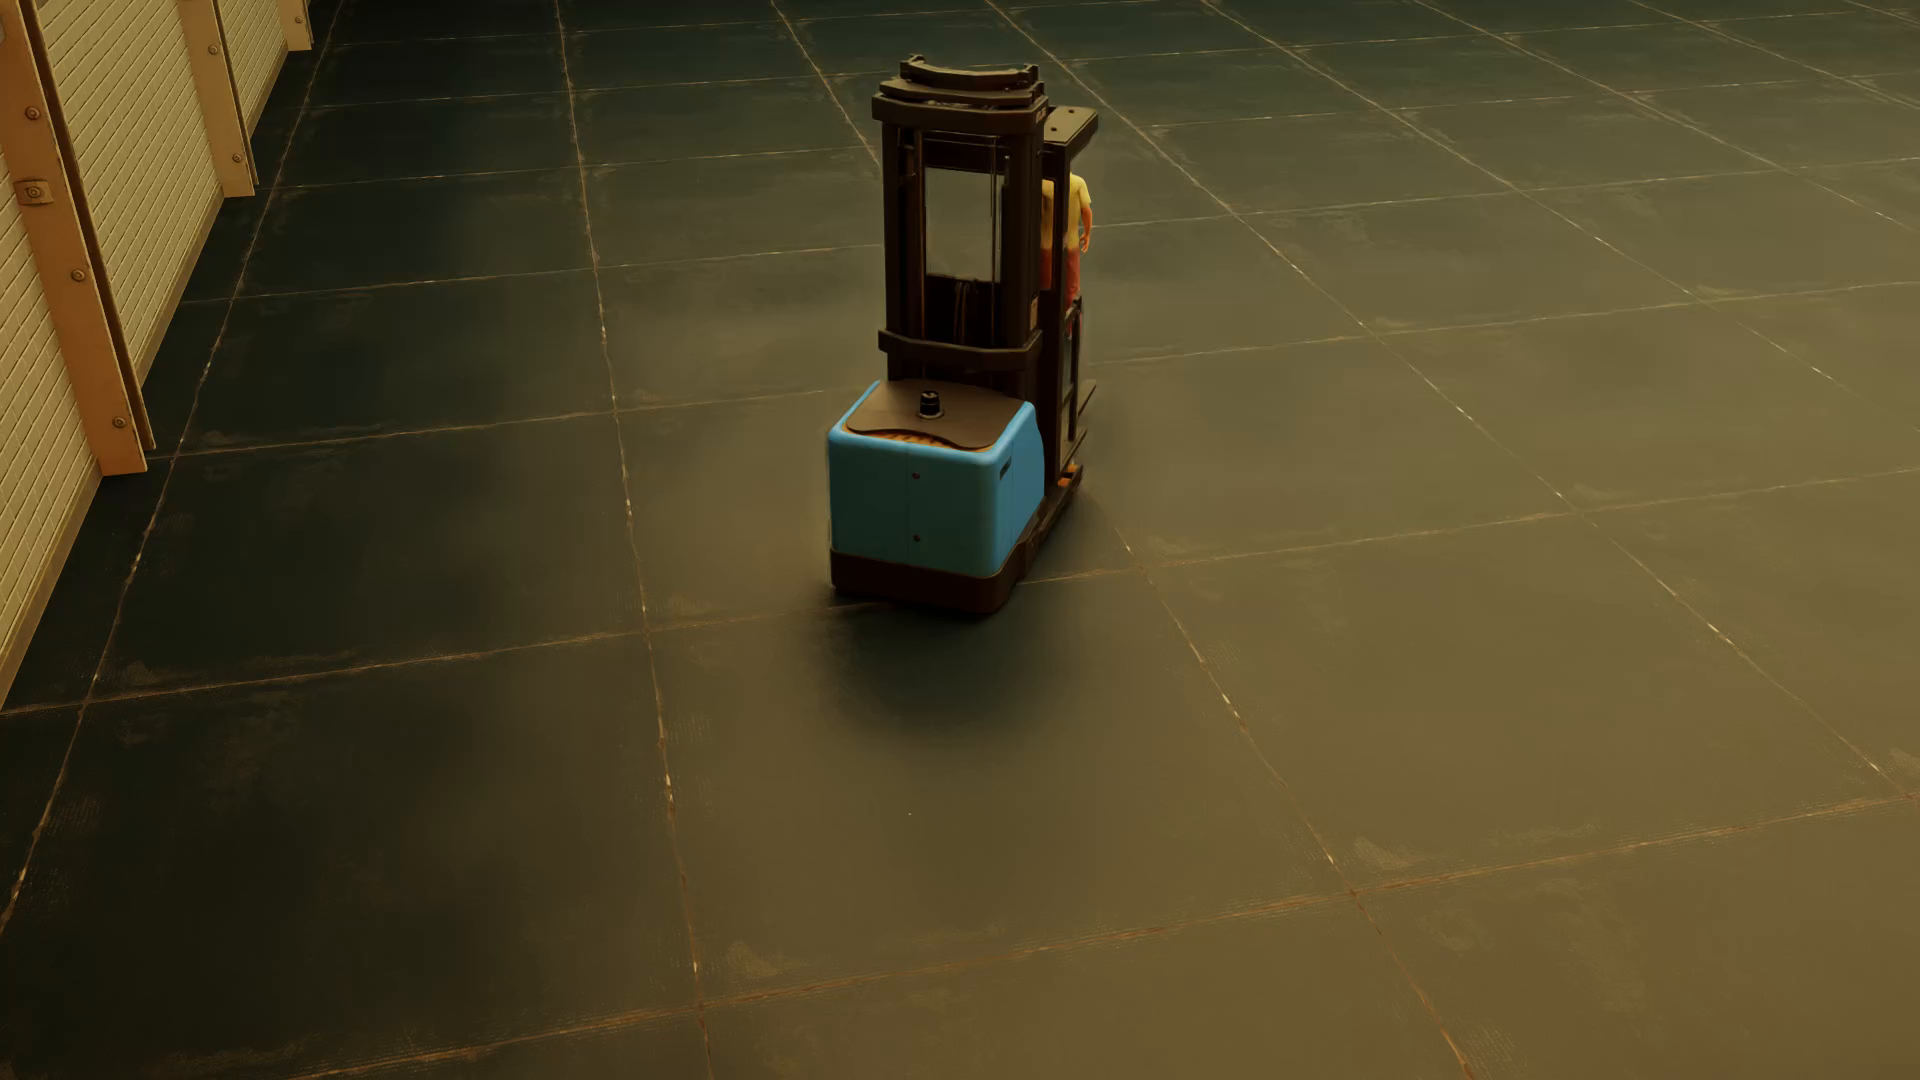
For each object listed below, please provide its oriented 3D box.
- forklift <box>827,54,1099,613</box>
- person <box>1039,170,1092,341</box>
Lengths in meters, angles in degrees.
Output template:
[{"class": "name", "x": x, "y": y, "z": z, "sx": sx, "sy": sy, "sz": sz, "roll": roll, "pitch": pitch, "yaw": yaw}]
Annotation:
[{"class": "forklift", "x": 0.182, "y": -1.569, "z": 10.285, "sx": 1.130, "sy": 2.935, "sz": 3.031, "roll": 10, "pitch": 31, "yaw": 16}, {"class": "person", "x": 0.729, "y": -2.279, "z": 12.750, "sx": 0.554, "sy": 1.672, "sz": 0.548, "roll": -6, "pitch": 31, "yaw": -11}]
